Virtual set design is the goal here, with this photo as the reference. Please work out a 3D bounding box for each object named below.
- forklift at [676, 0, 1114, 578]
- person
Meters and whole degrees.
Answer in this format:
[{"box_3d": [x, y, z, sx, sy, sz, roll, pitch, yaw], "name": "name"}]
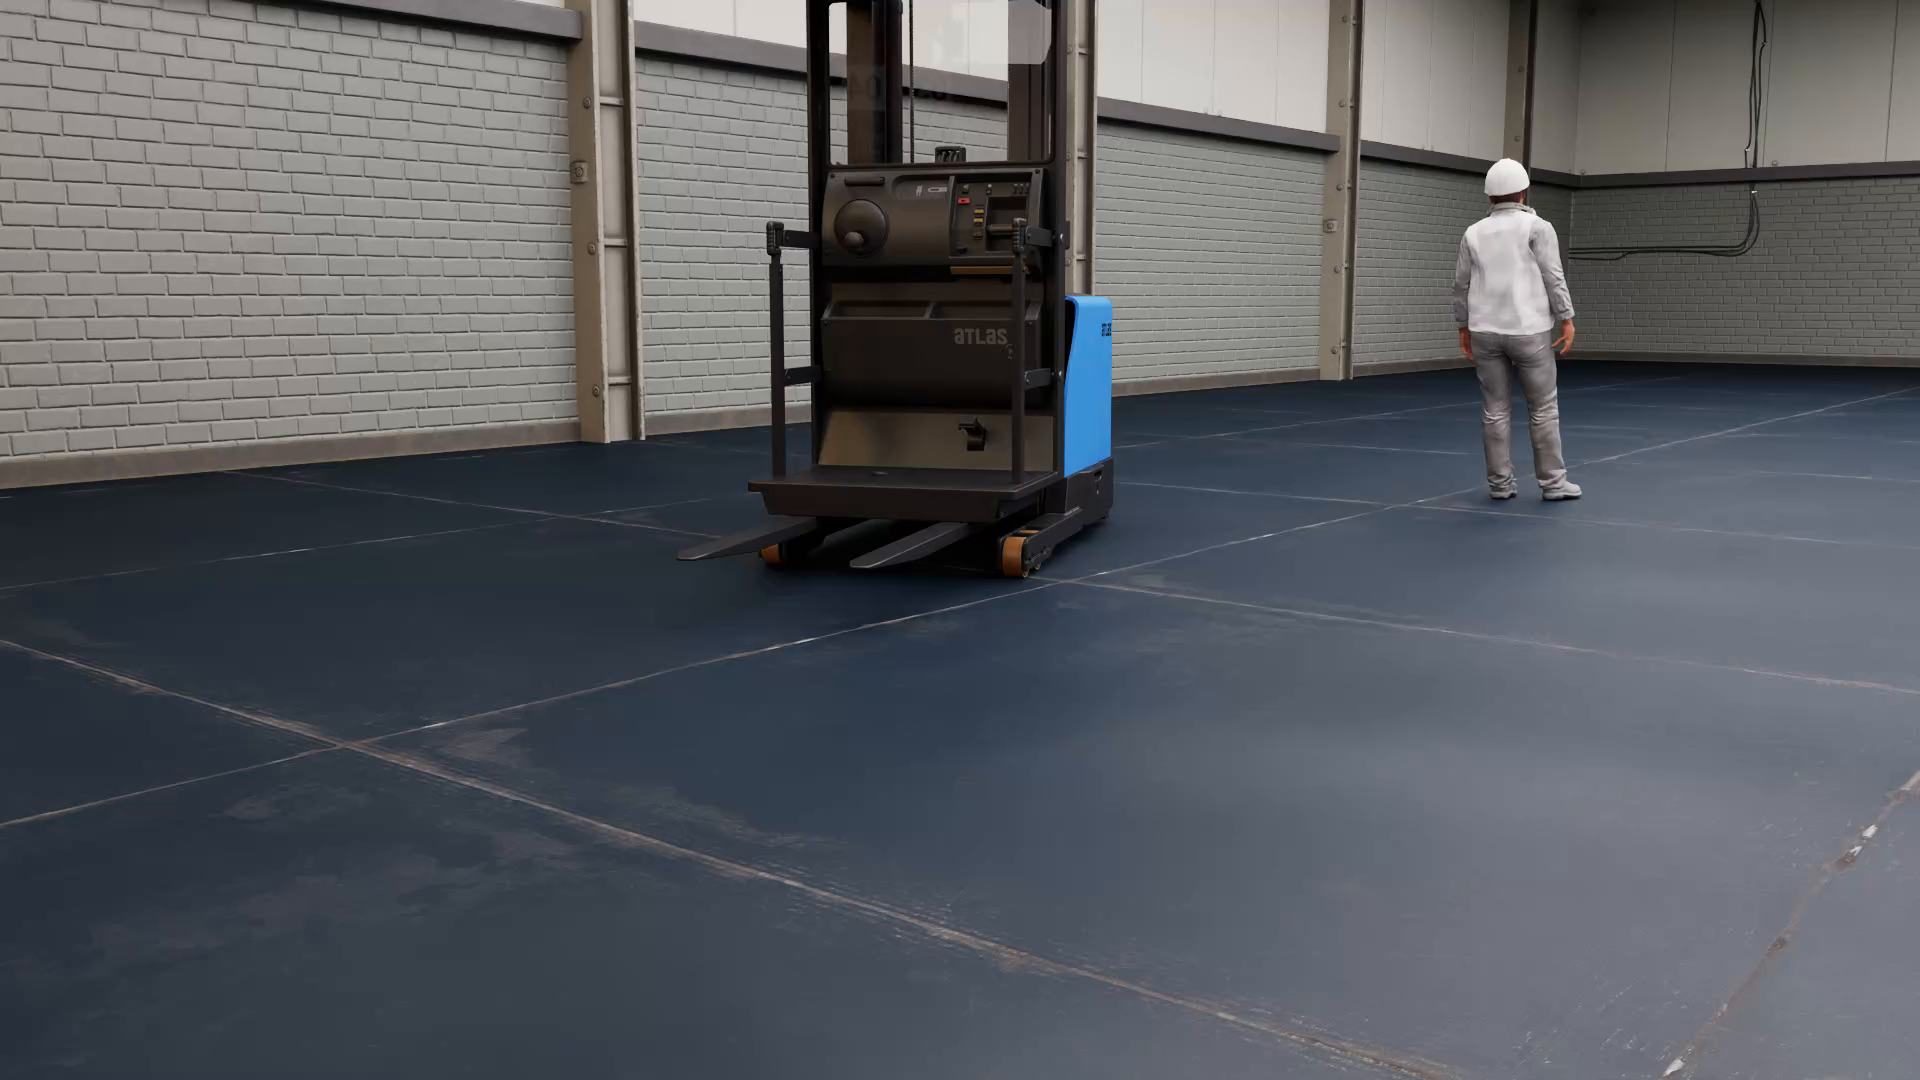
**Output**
[{"box_3d": [-0.176, -1.366, 6.616, 1.130, 2.935, 3.031, 3, 9, 17], "name": "forklift"}, {"box_3d": [2.959, -1.113, 8.830, 0.633, 1.774, 0.568, 7, 11, 39], "name": "person"}]
